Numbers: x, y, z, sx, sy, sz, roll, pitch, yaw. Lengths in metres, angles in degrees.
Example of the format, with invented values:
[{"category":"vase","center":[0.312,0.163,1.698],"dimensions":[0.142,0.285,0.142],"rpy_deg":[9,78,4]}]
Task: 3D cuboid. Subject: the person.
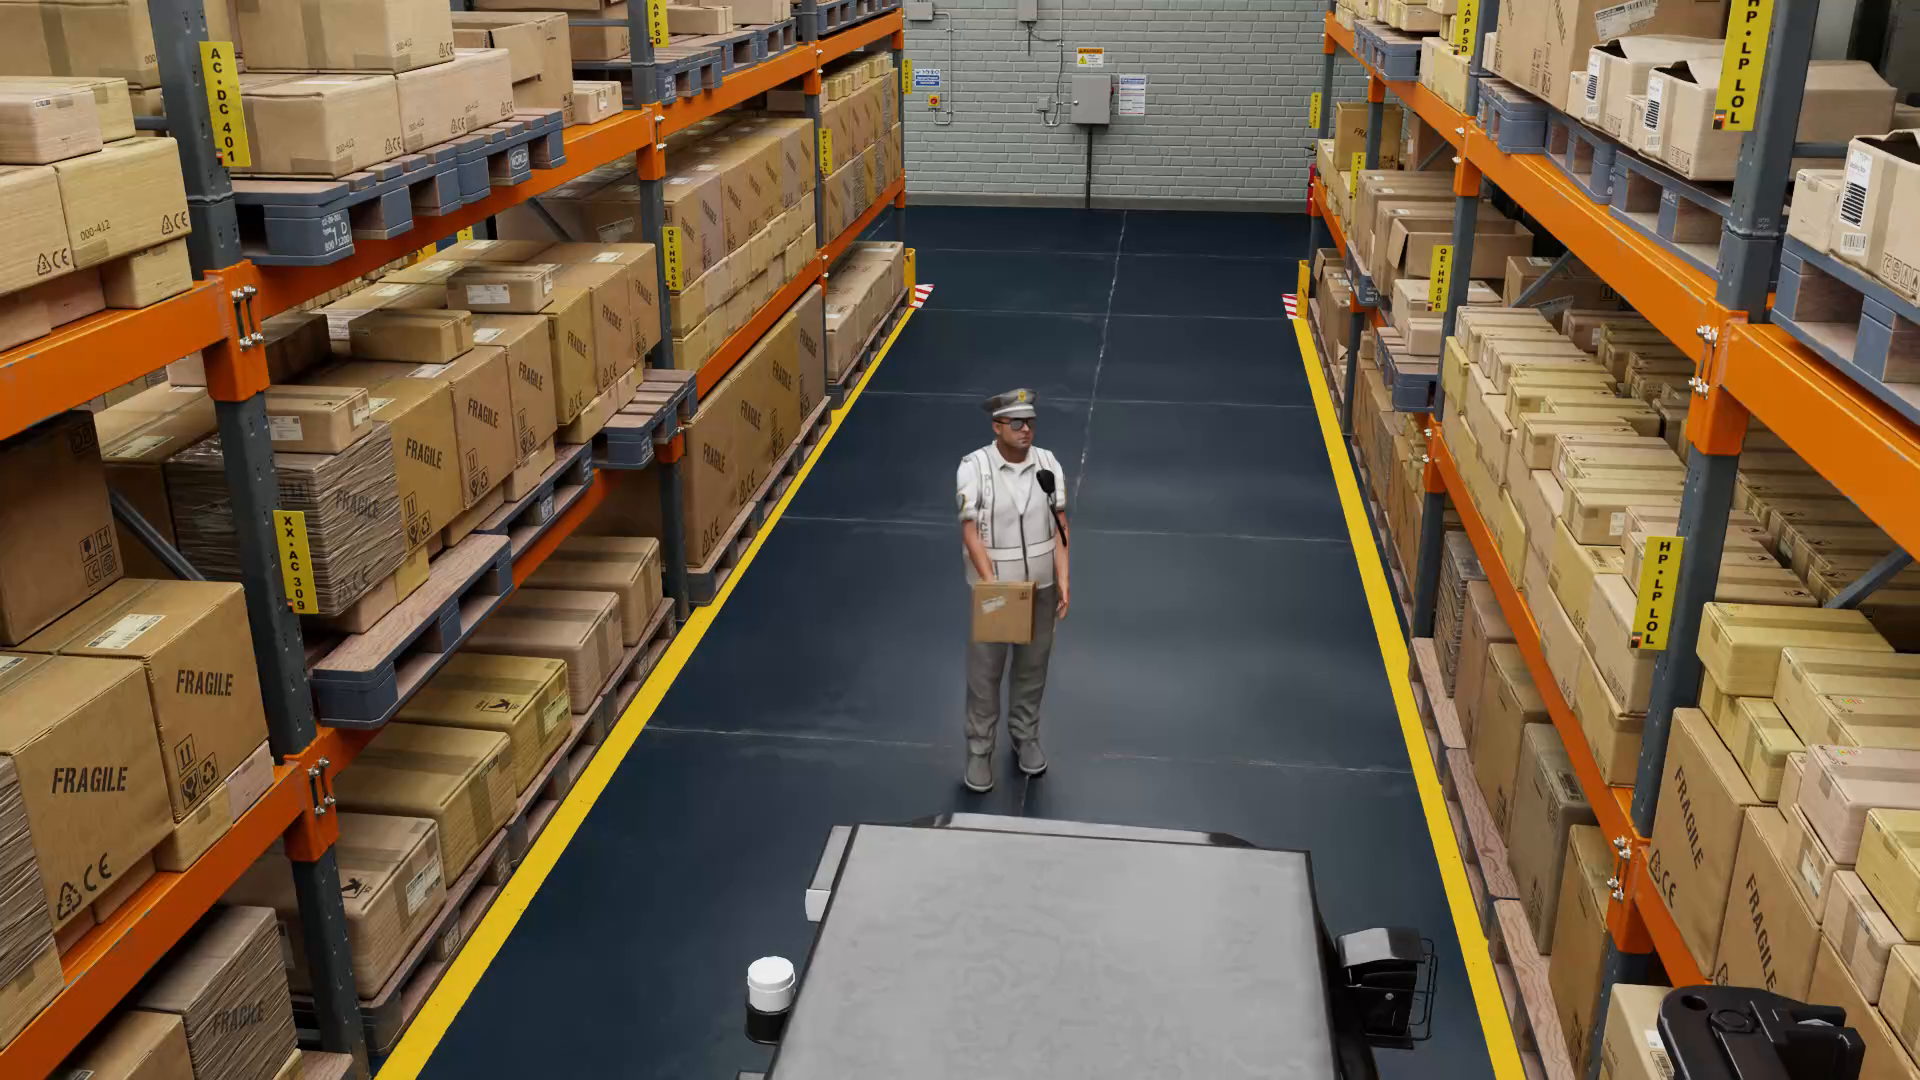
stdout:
[{"category":"person","center":[0.234,0.203,7.489],"dimensions":[0.572,1.789,0.518],"rpy_deg":[-8,22,-20]}]
